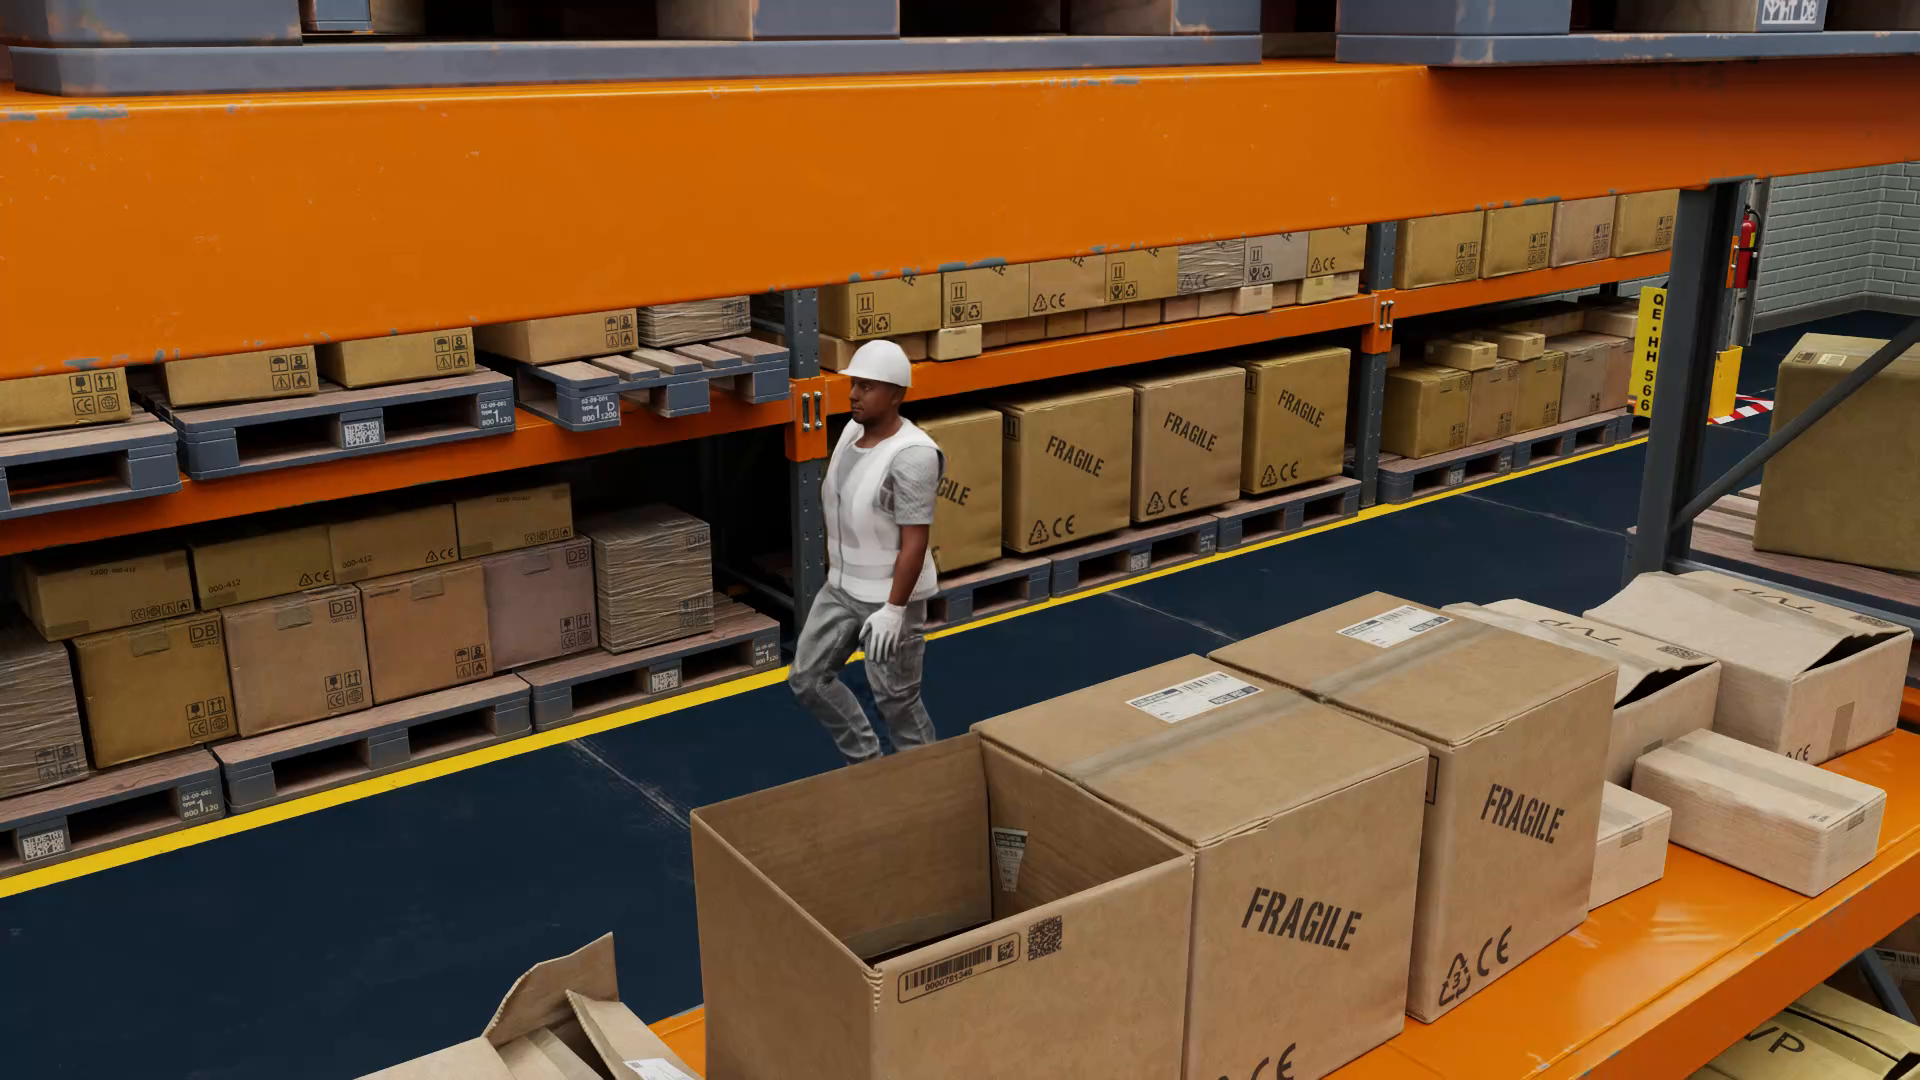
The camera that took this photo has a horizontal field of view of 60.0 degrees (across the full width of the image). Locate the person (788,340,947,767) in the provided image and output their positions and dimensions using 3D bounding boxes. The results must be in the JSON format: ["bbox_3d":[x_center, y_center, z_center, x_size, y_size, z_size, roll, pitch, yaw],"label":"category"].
[{"bbox_3d":[-0.324,0.205,5.831,0.471,1.820,0.603,-12,21,-32],"label":"person"}]
